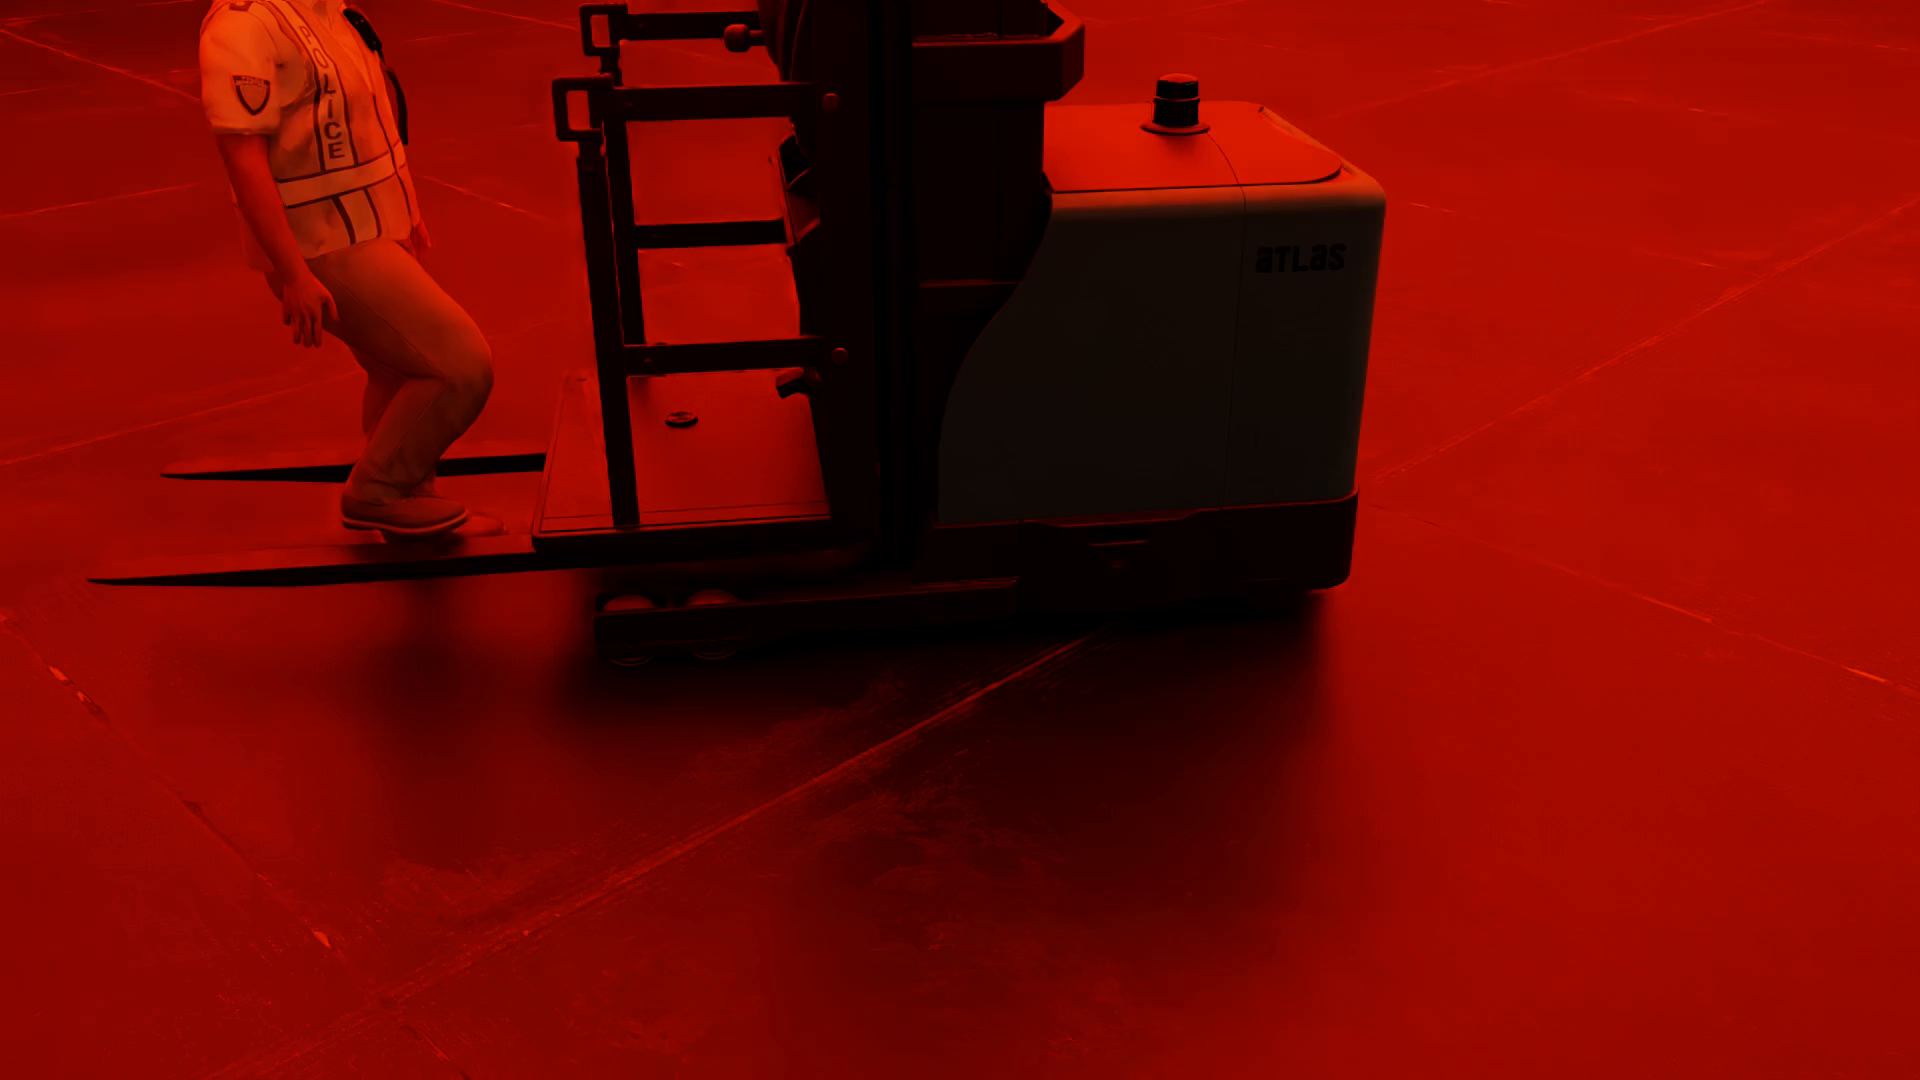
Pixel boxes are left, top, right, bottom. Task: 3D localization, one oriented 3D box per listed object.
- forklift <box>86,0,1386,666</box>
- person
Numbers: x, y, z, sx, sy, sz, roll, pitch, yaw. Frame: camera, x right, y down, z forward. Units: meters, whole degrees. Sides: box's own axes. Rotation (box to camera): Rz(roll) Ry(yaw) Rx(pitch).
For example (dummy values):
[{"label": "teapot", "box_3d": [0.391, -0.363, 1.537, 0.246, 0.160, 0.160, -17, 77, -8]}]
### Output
[{"label": "forklift", "box_3d": [-0.575, -1.266, 3.796, 3.031, 2.935, 1.130, -4, 26, -8]}, {"label": "person", "box_3d": [-1.388, -0.711, 3.967, 0.563, 1.769, 0.684, -1, 26, -2]}]
